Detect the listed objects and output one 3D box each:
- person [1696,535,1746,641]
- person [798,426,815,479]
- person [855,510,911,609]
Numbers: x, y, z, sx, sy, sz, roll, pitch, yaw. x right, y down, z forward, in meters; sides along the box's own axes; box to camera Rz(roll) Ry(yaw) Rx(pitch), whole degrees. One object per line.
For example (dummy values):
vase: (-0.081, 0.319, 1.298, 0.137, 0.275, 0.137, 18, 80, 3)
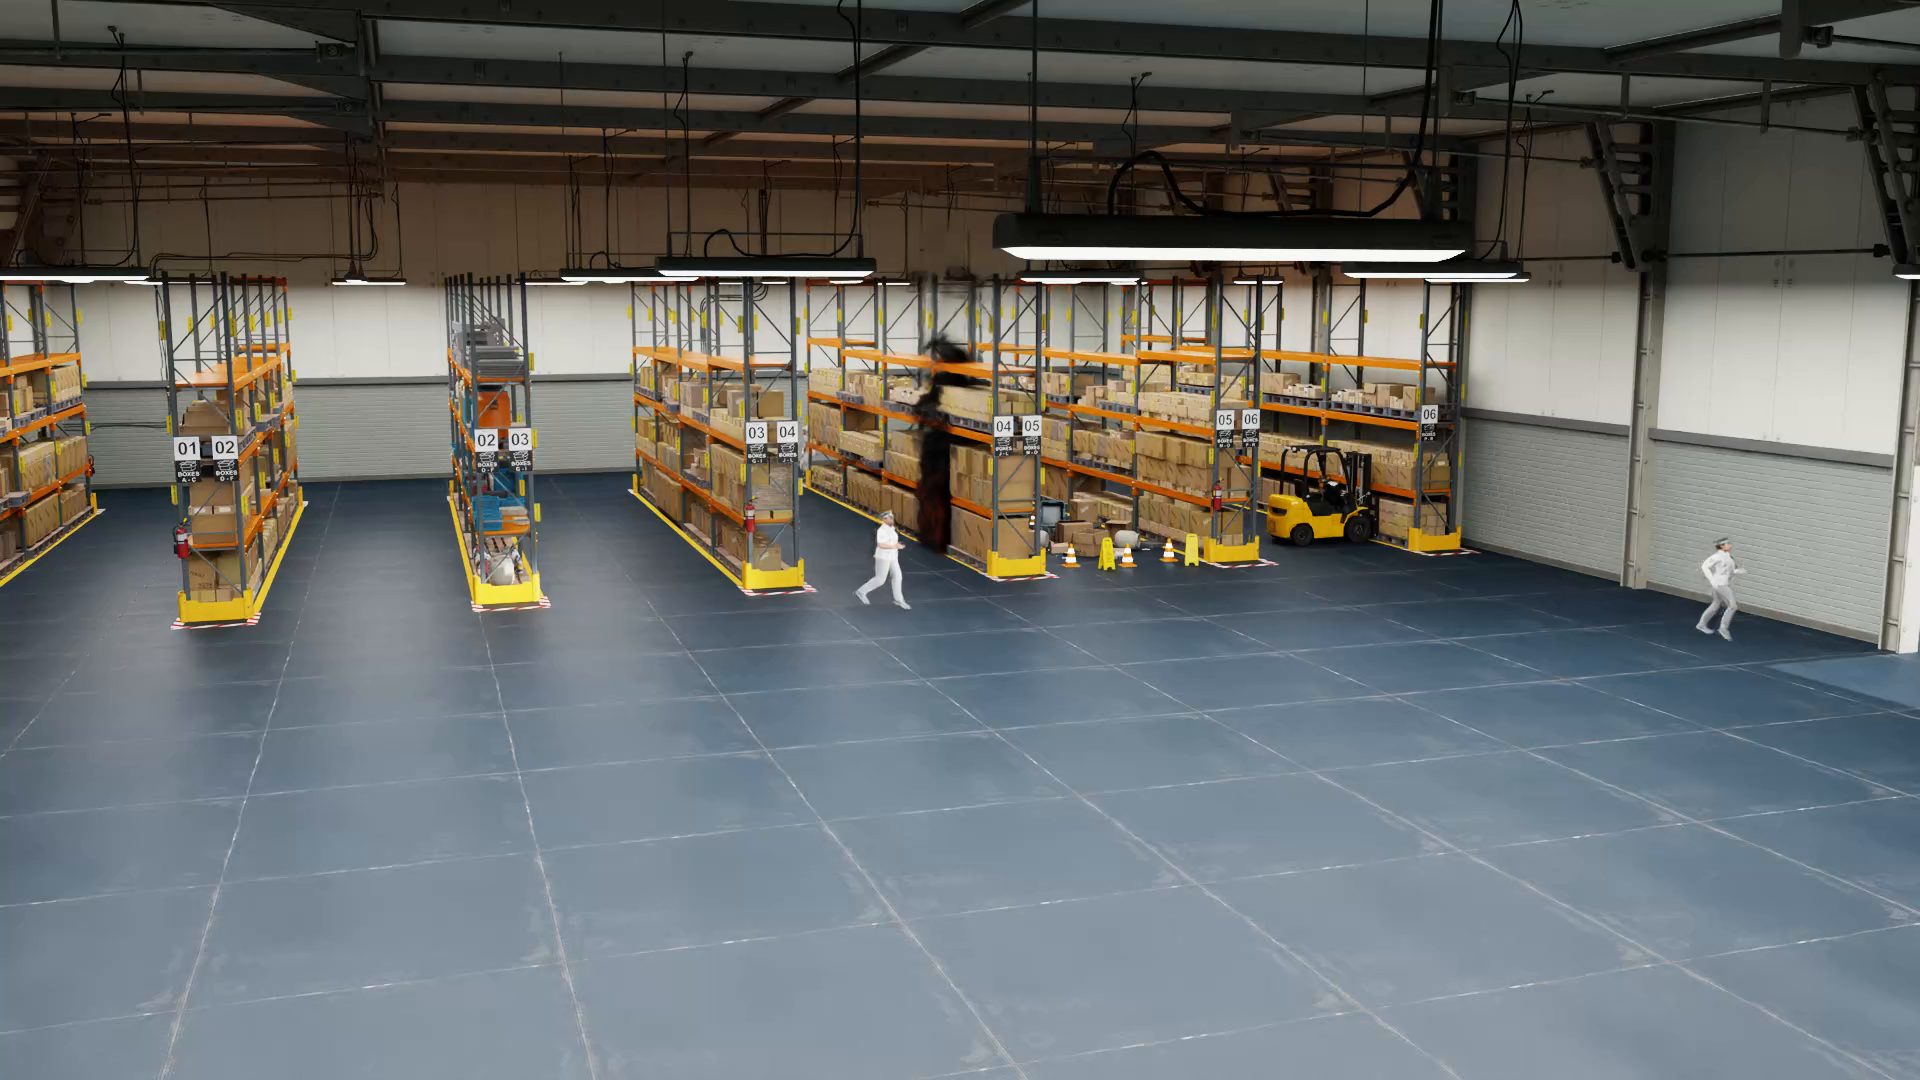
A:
person: (12.509, 0.785, 27.324, 0.732, 1.749, 0.576, 6, 11, 36)
person: (-4.565, -2.598, 49.765, 0.495, 1.663, 0.910, 1, 9, 5)
person: (-1.370, 0.339, 29.977, 0.982, 1.809, 0.672, 3, 9, 20)
